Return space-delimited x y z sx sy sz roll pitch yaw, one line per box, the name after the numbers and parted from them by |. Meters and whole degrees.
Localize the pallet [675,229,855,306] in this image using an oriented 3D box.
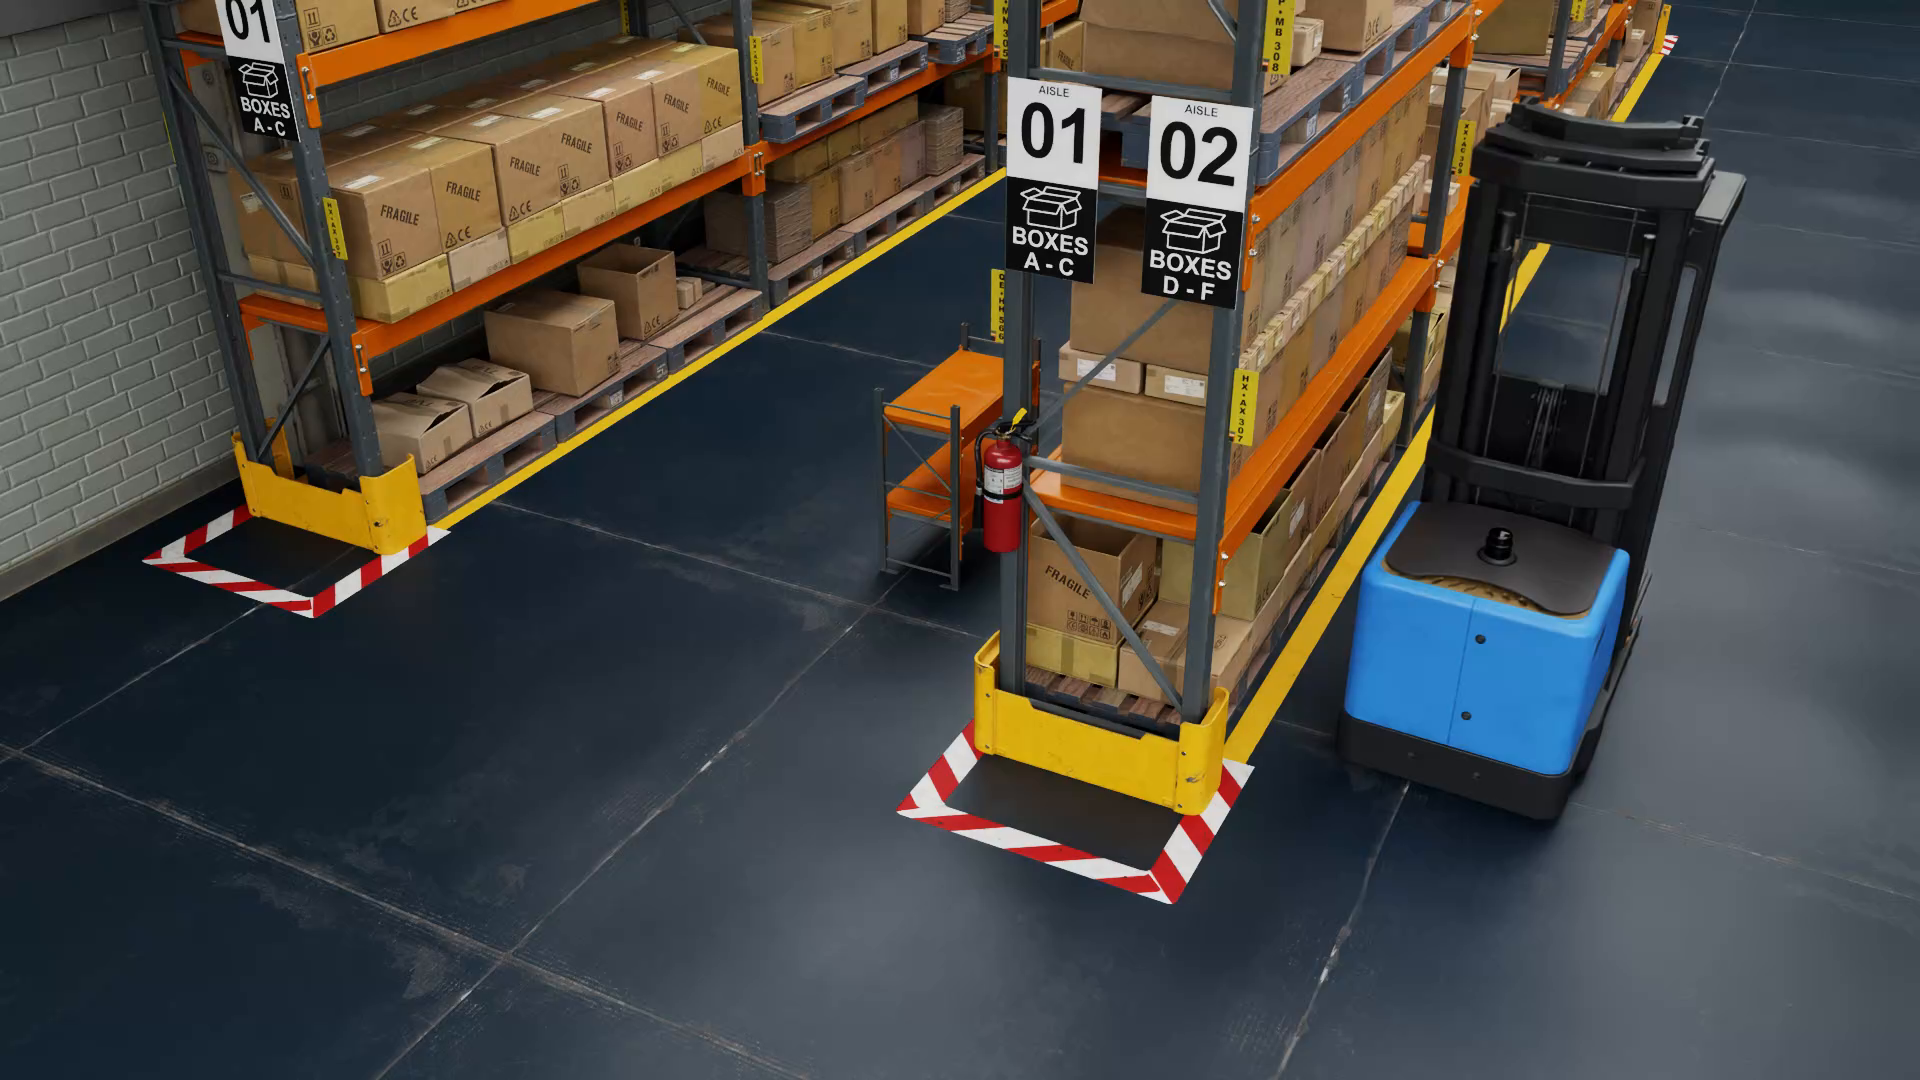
-1.581 -2.286 13.519 1.003 0.211 1.213 14 33 23 | pallet

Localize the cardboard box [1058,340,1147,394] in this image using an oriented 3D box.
0.659 -0.791 7.364 0.380 0.149 0.250 14 33 22 | cardboard box

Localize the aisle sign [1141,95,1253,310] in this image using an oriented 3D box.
0.898 -1.283 6.361 0.394 0.787 0.004 14 33 23 | aisle sign

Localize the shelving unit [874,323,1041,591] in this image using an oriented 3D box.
0.003 -0.491 9.475 0.538 1.125 1.048 14 33 23 | shelving unit

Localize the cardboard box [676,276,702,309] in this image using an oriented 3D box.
-2.151 -1.868 12.394 0.380 0.166 0.250 10 31 17 | cardboard box

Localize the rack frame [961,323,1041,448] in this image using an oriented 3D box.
0.235 -0.716 9.868 0.500 1.125 0.032 14 33 23 | rack frame

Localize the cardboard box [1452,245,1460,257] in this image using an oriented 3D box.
3.586 -2.069 12.117 0.500 0.311 0.500 15 33 25 | cardboard box

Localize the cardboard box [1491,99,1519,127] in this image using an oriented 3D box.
4.136 -3.230 12.615 0.380 0.149 0.250 14 33 23 | cardboard box

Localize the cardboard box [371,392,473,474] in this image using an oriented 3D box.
-3.361 -0.687 10.193 0.500 0.311 0.500 11 32 18 | cardboard box

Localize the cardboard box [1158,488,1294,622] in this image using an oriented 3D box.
1.323 0.022 8.287 0.500 0.500 0.500 14 33 23 | cardboard box

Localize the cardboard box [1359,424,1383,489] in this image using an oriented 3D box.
2.224 -0.543 10.022 0.500 0.250 0.500 14 33 23 | cardboard box

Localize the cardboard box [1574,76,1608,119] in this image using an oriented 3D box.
5.919 -4.180 16.085 0.500 0.500 0.500 14 33 23 | cardboard box

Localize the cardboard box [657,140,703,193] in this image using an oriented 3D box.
-2.115 -2.595 11.388 0.500 0.250 0.500 14 33 23 | cardboard box

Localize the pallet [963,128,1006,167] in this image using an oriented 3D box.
0.314 -4.046 16.584 1.003 0.211 1.213 14 33 23 | pallet

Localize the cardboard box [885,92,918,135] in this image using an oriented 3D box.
-0.709 -3.785 14.645 0.500 0.250 0.500 15 33 24 | cardboard box

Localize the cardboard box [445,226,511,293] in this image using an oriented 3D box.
-3.028 -1.698 9.825 0.500 0.250 0.500 13 32 22 | cardboard box

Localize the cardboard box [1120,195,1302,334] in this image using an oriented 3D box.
1.138 -1.322 7.637 0.700 0.500 0.500 13 32 22 | cardboard box

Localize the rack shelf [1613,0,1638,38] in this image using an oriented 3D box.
7.033 -6.149 18.167 1.077 0.370 4.000 14 33 23 | rack shelf

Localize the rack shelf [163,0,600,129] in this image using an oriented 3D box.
-2.845 -3.252 10.111 1.077 0.370 4.000 14 33 23 | rack shelf

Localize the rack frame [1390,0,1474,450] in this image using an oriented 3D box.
2.477 -2.027 10.268 1.000 3.000 0.127 14 33 23 | rack frame

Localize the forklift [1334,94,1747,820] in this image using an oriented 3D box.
2.938 -0.724 8.068 1.130 2.935 3.031 16 33 25 | forklift

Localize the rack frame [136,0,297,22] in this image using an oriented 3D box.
-3.757 -3.978 7.641 1.000 3.000 0.127 14 33 23 | rack frame

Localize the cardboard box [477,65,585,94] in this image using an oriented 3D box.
-2.805 -2.809 11.007 0.500 0.500 0.500 15 33 25 | cardboard box

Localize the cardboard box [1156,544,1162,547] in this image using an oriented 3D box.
1.079 0.005 9.069 0.500 0.250 0.500 14 33 23 | cardboard box

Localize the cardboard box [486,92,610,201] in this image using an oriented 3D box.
-2.572 -2.465 10.407 0.500 0.500 0.500 15 33 25 | cardboard box

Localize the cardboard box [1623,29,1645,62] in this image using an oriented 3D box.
7.456 -5.634 18.869 0.500 0.250 0.500 14 33 23 | cardboard box

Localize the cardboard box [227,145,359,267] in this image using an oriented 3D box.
-3.731 -1.902 9.428 0.500 0.500 0.500 14 33 23 | cardboard box

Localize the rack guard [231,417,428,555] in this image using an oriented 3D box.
-3.722 -0.326 9.816 1.175 0.500 0.348 14 33 23 | rack guard

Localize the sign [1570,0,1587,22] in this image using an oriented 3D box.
4.795 -4.178 12.851 0.100 0.325 0.005 14 33 23 | sign

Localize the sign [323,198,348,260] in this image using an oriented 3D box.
-3.273 -1.629 8.705 0.100 0.325 0.005 14 33 23 | sign

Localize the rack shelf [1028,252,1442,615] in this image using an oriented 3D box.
1.566 -0.829 8.904 1.077 0.370 4.000 14 33 23 | rack shelf

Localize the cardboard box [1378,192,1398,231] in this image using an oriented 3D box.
2.194 -1.840 9.191 0.380 0.149 0.250 14 33 23 | cardboard box

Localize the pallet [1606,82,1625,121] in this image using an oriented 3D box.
6.435 -4.669 17.669 1.003 0.211 1.213 14 33 23 | pallet

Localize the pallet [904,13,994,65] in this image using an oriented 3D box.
-0.342 -4.500 14.766 1.213 0.211 1.003 14 33 23 | pallet

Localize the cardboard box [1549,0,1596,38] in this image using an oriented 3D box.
5.072 -4.693 14.388 0.700 0.500 0.500 21 36 32 | cardboard box

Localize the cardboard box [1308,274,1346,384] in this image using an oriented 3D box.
1.582 -1.189 8.707 0.700 0.500 0.500 15 33 25 | cardboard box

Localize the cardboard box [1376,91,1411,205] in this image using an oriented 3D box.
2.052 -2.211 9.185 0.700 0.500 0.500 14 33 23 | cardboard box

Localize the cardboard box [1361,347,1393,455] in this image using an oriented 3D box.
2.222 -0.868 9.836 0.500 0.500 0.500 14 33 23 | cardboard box

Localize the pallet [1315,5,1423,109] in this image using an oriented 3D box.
1.555 -2.367 7.937 1.003 0.211 1.213 14 33 23 | pallet

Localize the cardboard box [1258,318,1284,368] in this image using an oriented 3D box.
1.258 -0.932 7.609 0.380 0.149 0.250 14 33 23 | cardboard box

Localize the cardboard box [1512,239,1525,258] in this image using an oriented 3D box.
4.277 -2.502 13.434 0.500 0.250 0.500 15 33 24 | cardboard box

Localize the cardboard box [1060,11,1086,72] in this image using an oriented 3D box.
1.127 -5.234 17.589 0.750 0.750 0.750 15 33 25 | cardboard box

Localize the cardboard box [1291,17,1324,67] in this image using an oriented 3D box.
1.348 -2.170 7.195 0.380 0.149 0.250 14 33 23 | cardboard box

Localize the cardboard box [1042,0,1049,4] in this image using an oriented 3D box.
0.678 -5.381 16.340 0.380 0.149 0.250 15 33 24 | cardboard box

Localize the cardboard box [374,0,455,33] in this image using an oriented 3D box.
-3.105 -3.051 8.918 0.500 0.500 0.500 17 34 26 | cardboard box

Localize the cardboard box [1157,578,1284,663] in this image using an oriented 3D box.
1.322 0.346 8.474 0.500 0.250 0.500 14 33 23 | cardboard box

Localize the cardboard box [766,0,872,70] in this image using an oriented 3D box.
-1.139 -4.147 13.417 0.700 0.500 0.500 19 35 30 | cardboard box

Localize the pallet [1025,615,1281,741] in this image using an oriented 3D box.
0.966 0.606 8.482 1.003 0.211 1.213 14 33 23 | pallet

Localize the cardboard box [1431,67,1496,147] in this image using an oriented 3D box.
3.549 -3.097 12.030 0.500 0.500 0.500 12 32 21 | cardboard box

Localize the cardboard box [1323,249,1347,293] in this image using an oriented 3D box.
1.726 -1.385 8.398 0.380 0.149 0.250 15 33 24 | cardboard box

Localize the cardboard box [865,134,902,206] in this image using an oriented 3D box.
-0.933 -3.270 14.500 0.700 0.500 0.500 14 33 23 | cardboard box
